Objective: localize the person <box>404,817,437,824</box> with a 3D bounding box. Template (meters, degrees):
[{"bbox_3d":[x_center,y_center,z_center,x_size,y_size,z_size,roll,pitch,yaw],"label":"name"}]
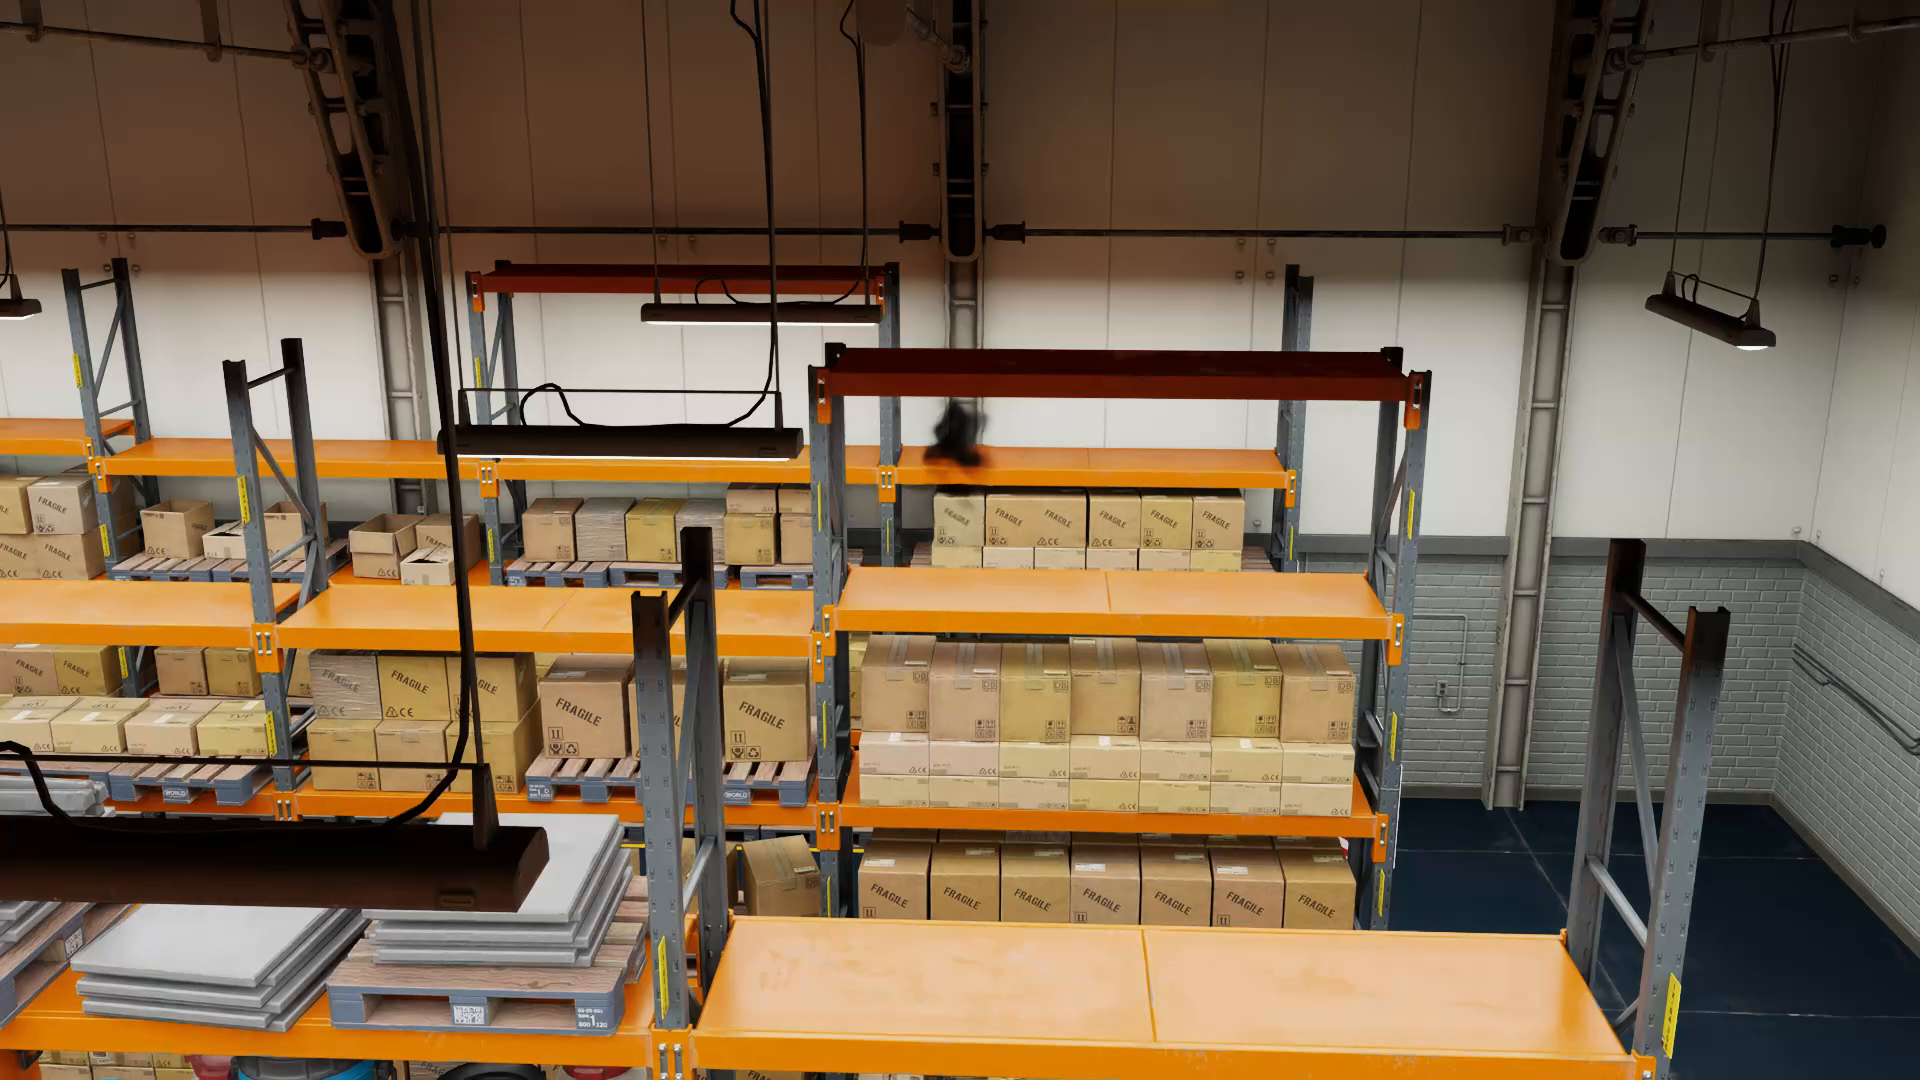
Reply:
[{"bbox_3d":[-5.032,3.043,15.073,0.617,1.674,0.647,0,16,1],"label":"person"}]

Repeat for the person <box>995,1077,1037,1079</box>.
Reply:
[{"bbox_3d":[0.392,4.198,11.009,0.924,1.684,0.608,-2,16,-7],"label":"person"}]
